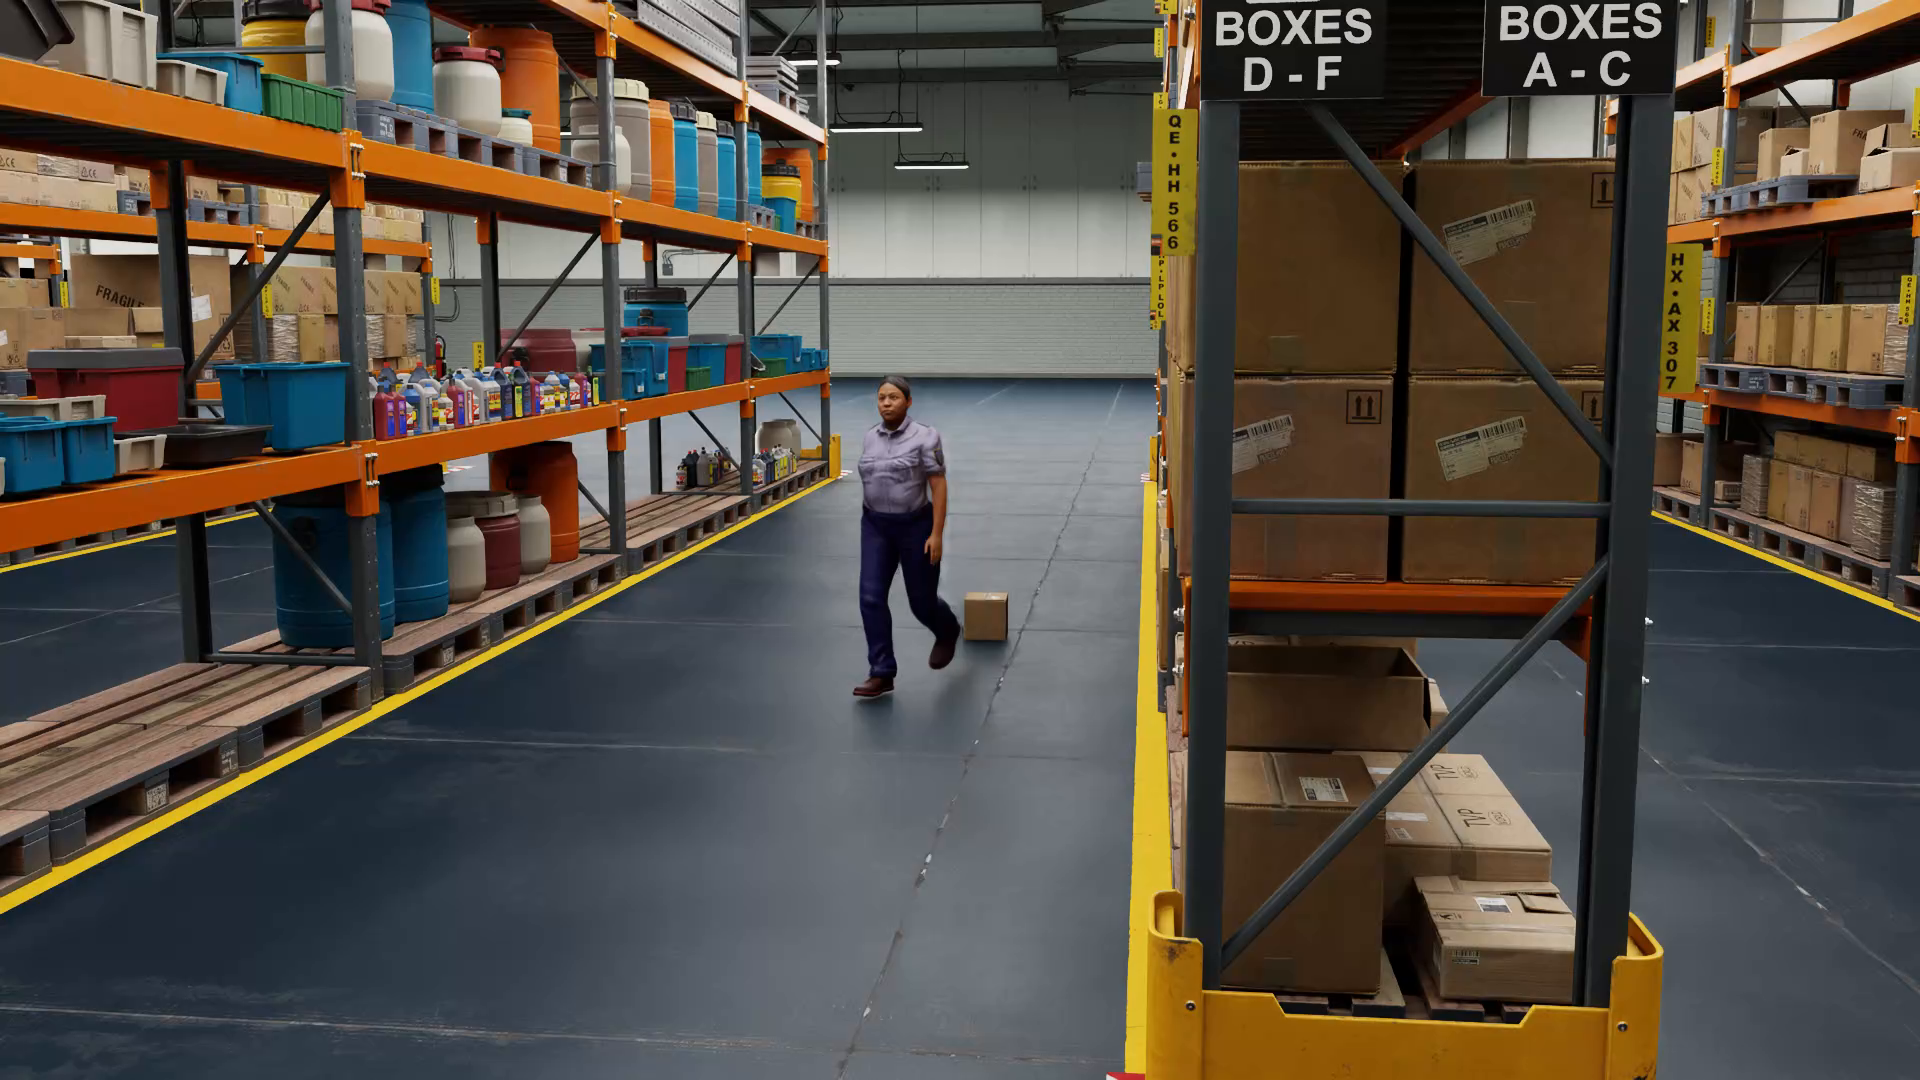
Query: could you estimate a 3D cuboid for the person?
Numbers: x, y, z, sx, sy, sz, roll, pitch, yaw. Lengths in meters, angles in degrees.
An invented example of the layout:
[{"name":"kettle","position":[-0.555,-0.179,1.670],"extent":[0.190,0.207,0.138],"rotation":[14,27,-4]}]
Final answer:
[{"name":"person","position":[-0.270,-0.043,8.583],"extent":[0.488,1.610,0.800],"rotation":[3,8,24]}]
